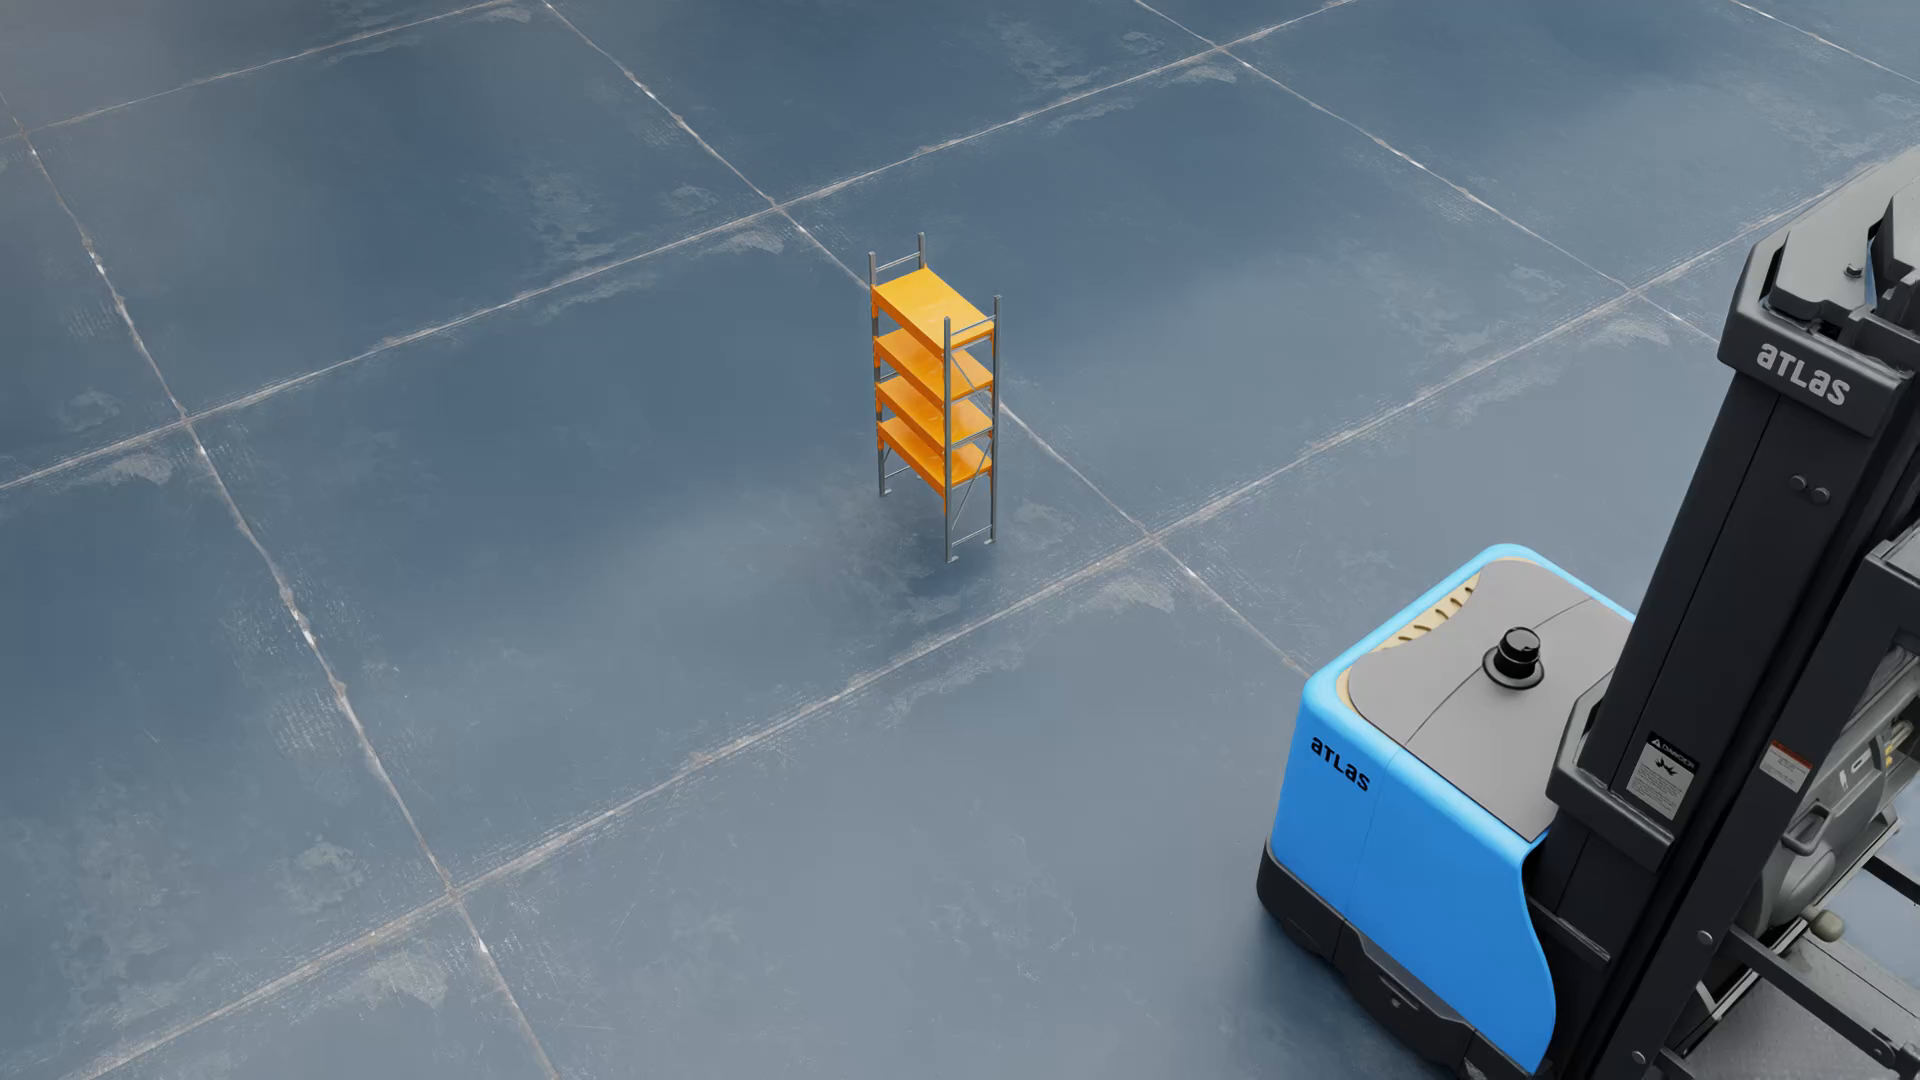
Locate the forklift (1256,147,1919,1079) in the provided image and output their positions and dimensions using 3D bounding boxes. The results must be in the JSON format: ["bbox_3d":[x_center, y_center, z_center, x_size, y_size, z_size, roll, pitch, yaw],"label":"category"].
[{"bbox_3d":[2.305,0.694,3.901,1.130,2.935,3.031,-30,51,-28],"label":"forklift"}]

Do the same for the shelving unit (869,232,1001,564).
[{"bbox_3d":[-0.095,-0.528,6.434,0.258,1.200,0.503,-26,49,-24],"label":"shelving unit"}]

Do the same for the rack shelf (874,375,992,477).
[{"bbox_3d":[-0.095,-0.479,6.480,0.258,0.148,0.480,-26,49,-24],"label":"rack shelf"}]

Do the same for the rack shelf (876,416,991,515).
[{"bbox_3d":[-0.095,-0.335,6.617,0.258,0.148,0.480,-26,49,-24],"label":"rack shelf"}]

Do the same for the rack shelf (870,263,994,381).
[{"bbox_3d":[-0.095,-0.812,6.163,0.258,0.148,0.480,-26,49,-24],"label":"rack shelf"}]

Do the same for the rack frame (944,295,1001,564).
[{"bbox_3d":[0.045,-0.390,6.289,0.240,1.200,0.015,-26,49,-24],"label":"rack frame"}]

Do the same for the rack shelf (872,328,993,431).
[{"bbox_3d":[-0.095,-0.641,6.326,0.258,0.148,0.480,-26,49,-24],"label":"rack shelf"}]

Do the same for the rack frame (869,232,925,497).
[{"bbox_3d":[-0.234,-0.666,6.579,0.240,1.200,0.015,-26,49,-24],"label":"rack frame"}]
